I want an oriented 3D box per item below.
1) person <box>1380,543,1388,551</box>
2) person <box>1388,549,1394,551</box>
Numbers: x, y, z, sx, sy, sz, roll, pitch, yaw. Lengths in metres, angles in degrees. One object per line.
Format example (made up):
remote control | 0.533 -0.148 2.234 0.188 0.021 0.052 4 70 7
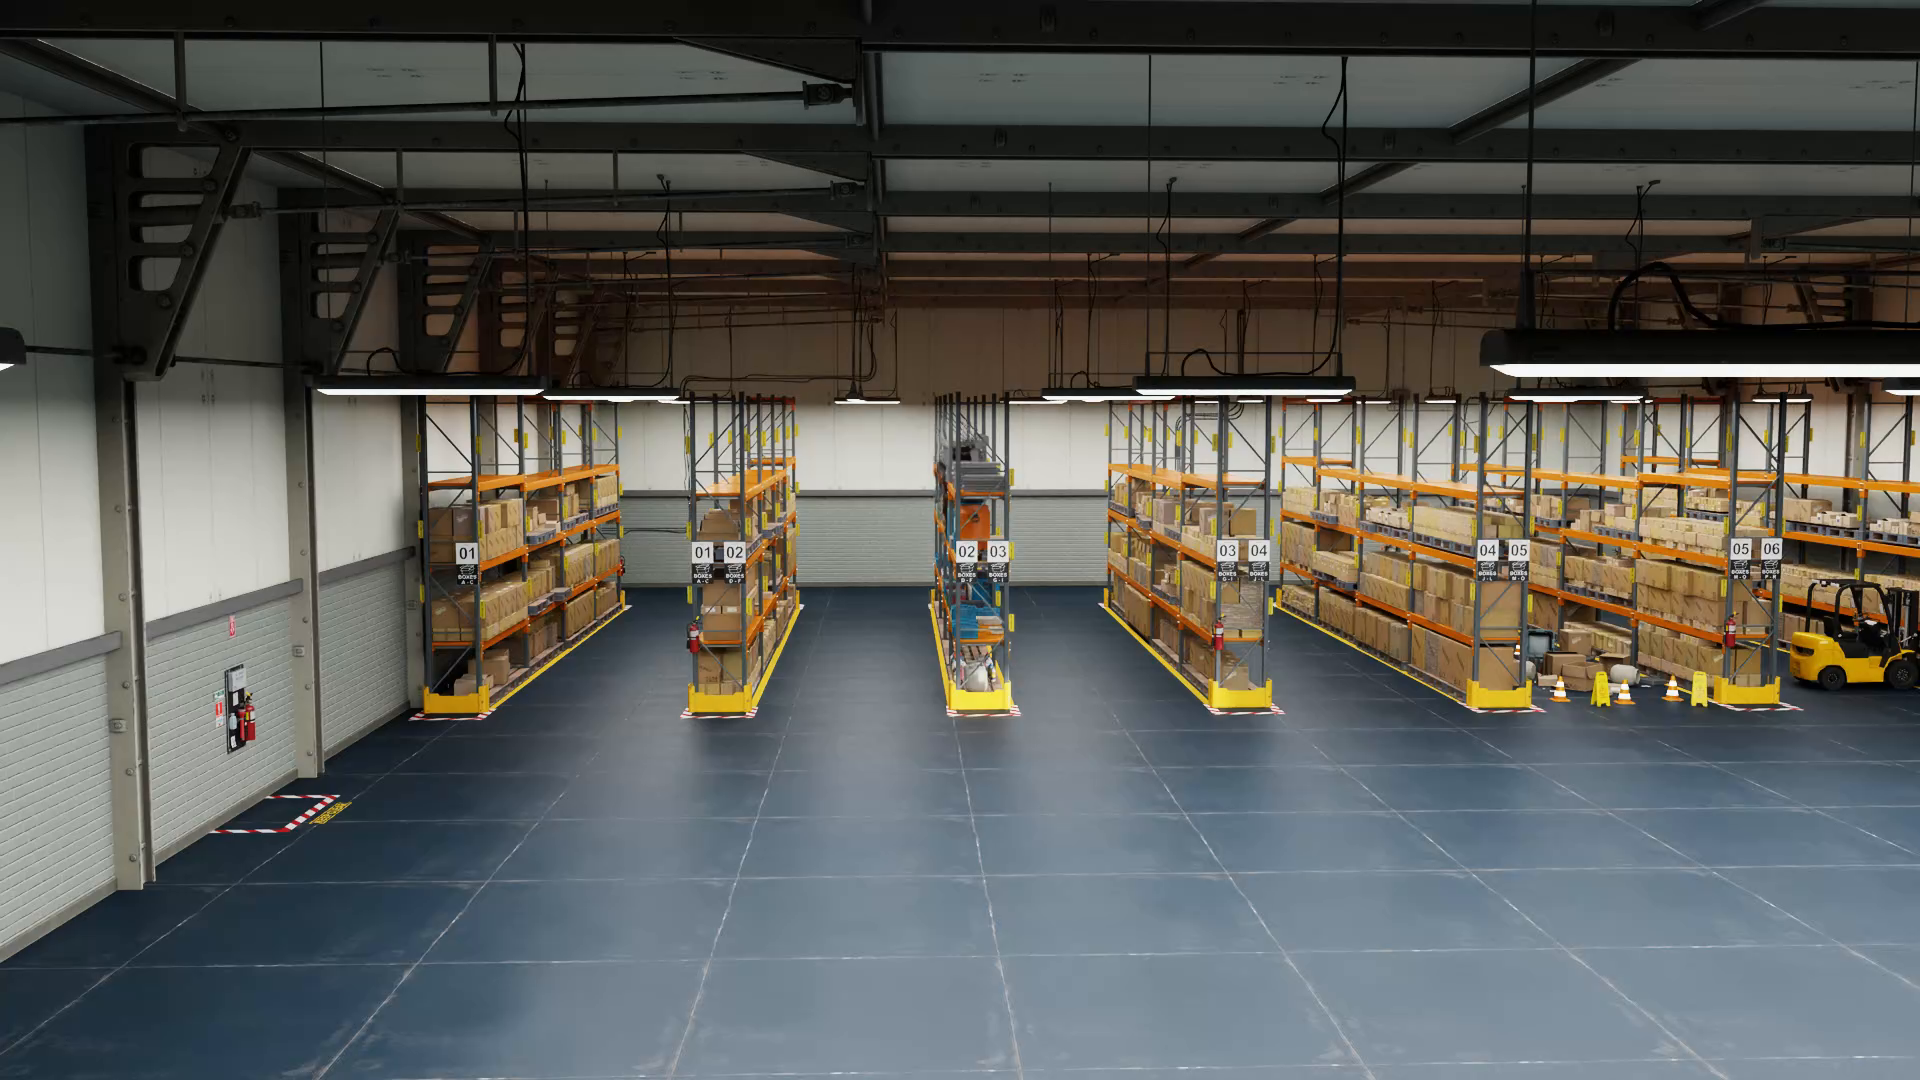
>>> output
person | 12.701 0.851 49.934 0.930 1.672 0.567 -2 5 -22
person | 11.979 1.165 46.104 0.658 1.833 0.761 -1 5 -17
